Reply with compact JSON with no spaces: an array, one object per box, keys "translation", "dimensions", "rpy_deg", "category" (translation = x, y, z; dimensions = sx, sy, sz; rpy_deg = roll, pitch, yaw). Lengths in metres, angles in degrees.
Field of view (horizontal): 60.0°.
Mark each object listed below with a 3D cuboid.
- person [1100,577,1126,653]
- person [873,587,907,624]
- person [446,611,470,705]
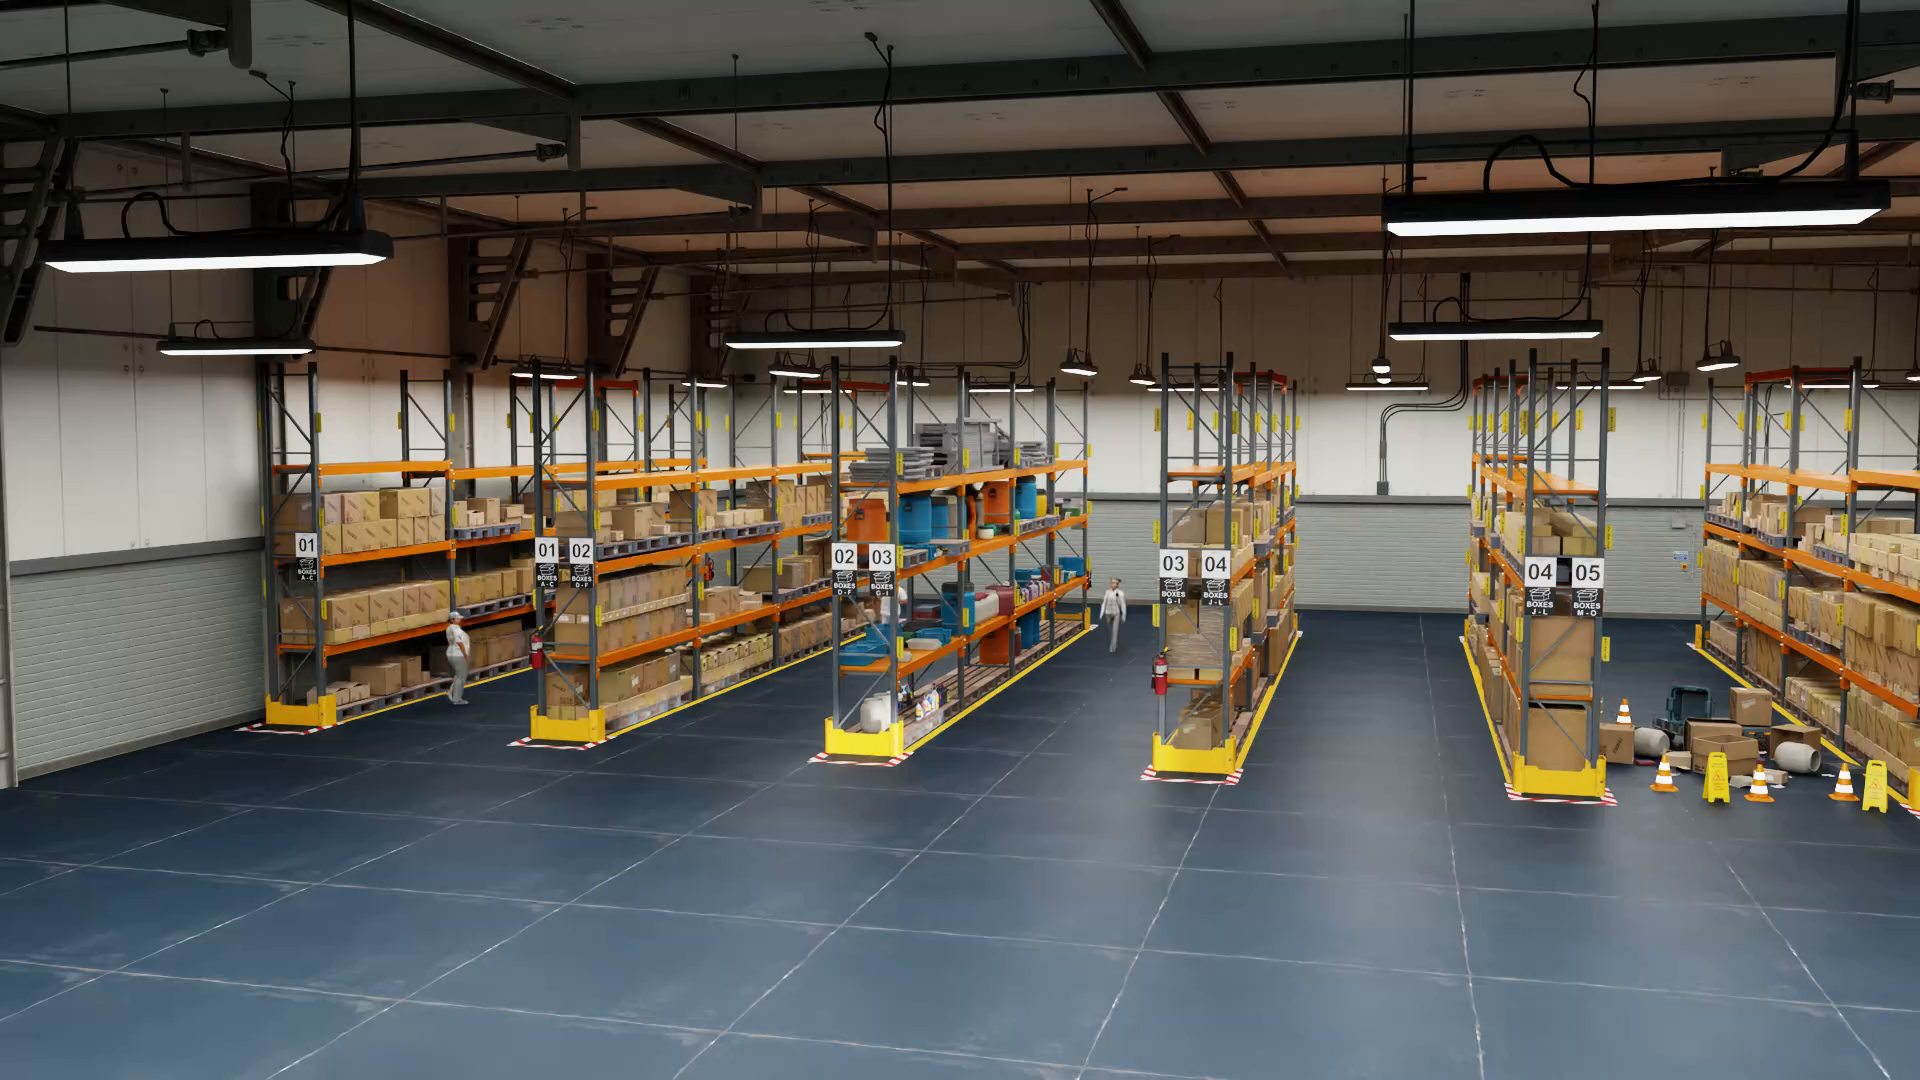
[{"translation":[3.361,1.620,36.353],"dimensions":[0.529,1.645,0.963],"rpy_deg":[2,4,21],"category":"person"},{"translation":[-1.526,1.592,35.562],"dimensions":[0.761,1.736,1.016],"rpy_deg":[1,4,12],"category":"person"},{"translation":[-8.841,2.090,29.462],"dimensions":[0.445,1.663,0.507],"rpy_deg":[-3,5,-40],"category":"person"}]
